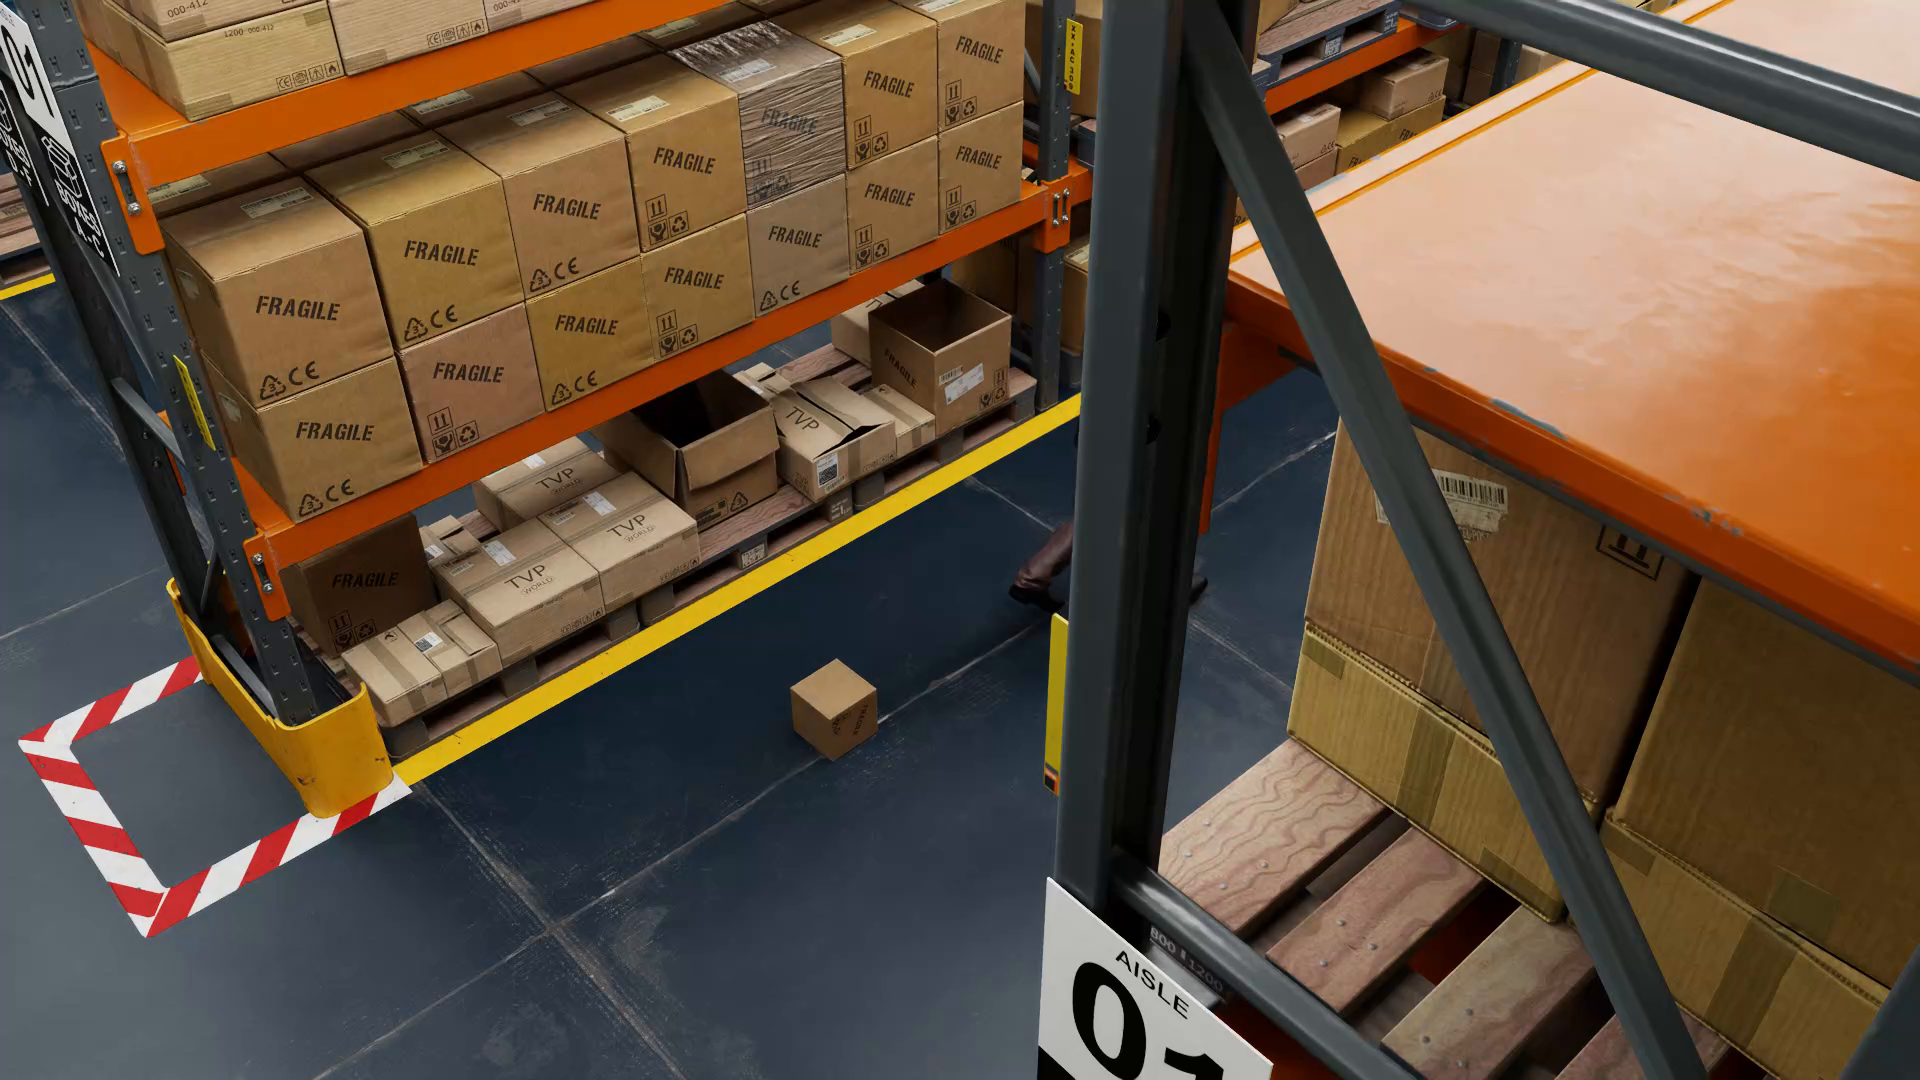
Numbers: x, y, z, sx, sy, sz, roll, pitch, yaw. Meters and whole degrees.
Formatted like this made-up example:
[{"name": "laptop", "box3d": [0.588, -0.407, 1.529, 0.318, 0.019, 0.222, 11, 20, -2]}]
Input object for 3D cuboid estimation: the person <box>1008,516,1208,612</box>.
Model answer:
[{"name": "person", "box3d": [0.655, -0.351, 6.926, 0.936, 1.691, 0.551, -17, 43, -20]}]
